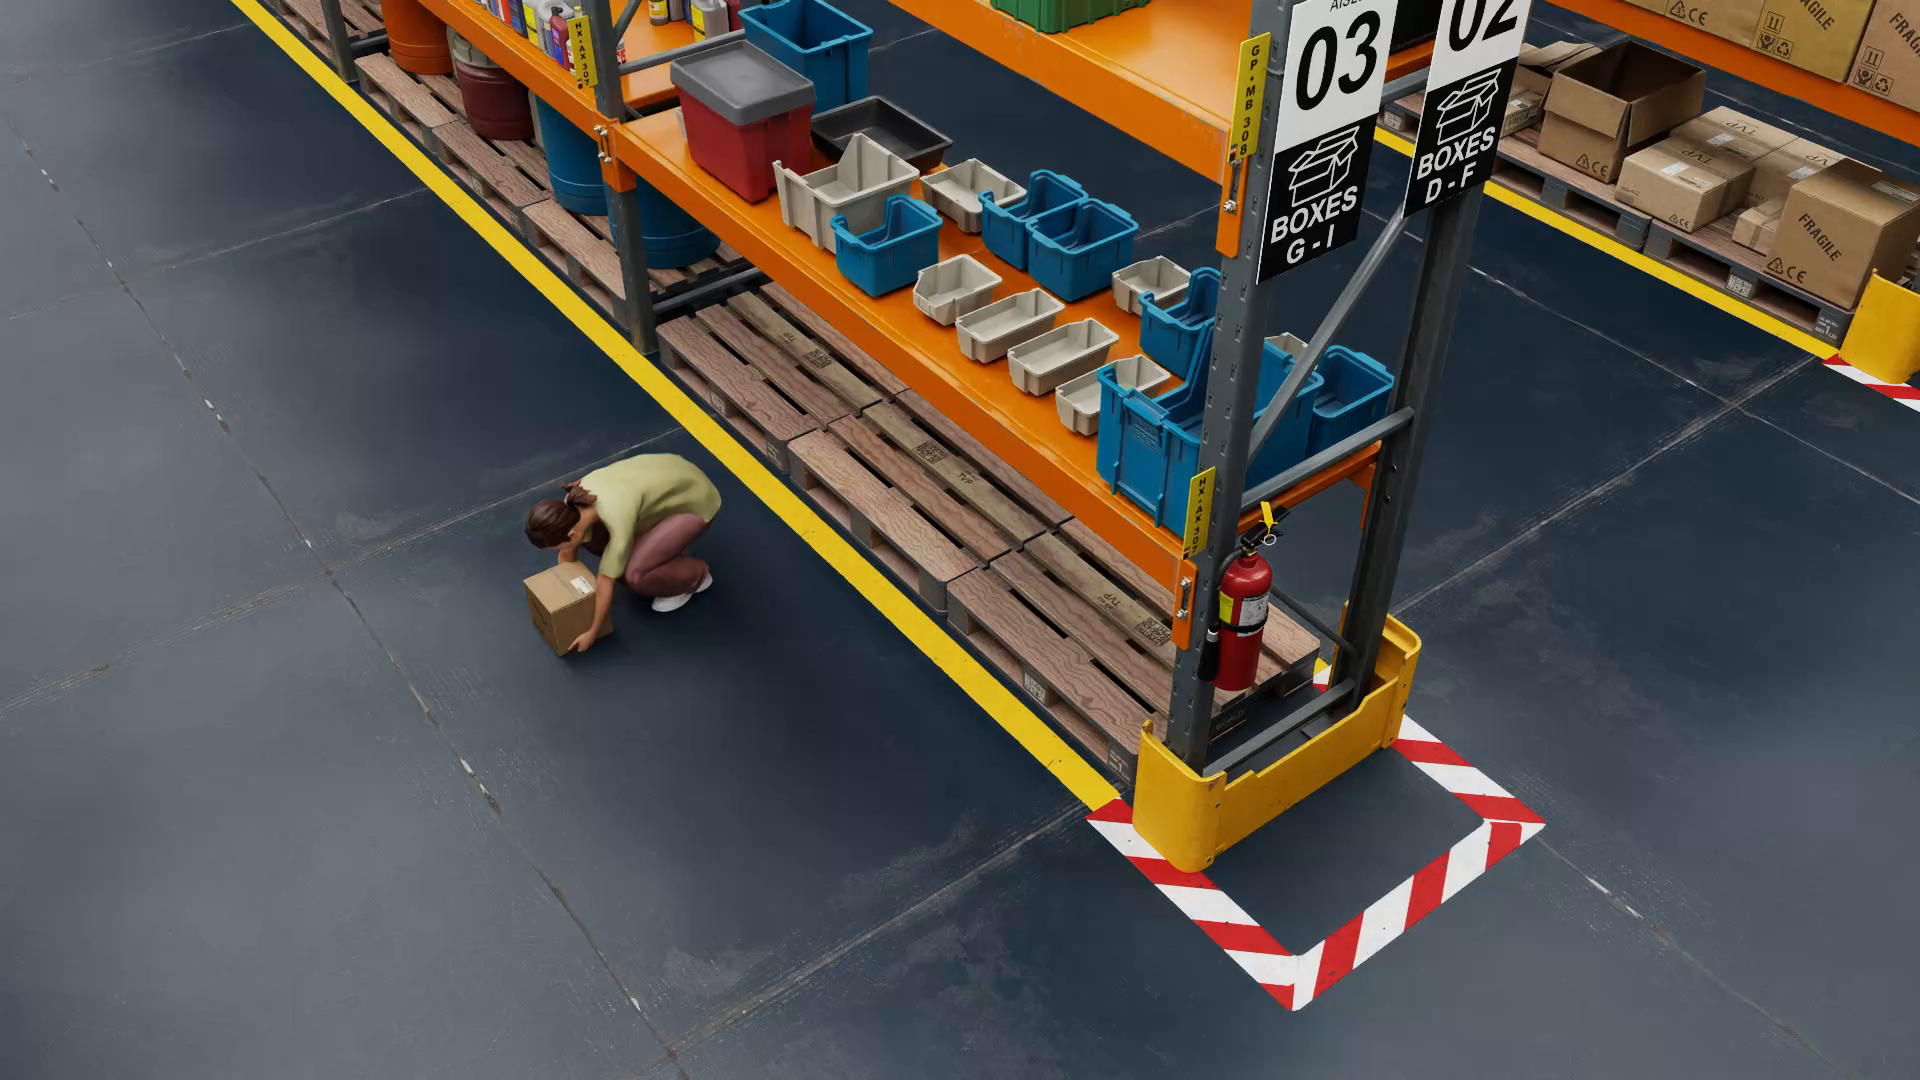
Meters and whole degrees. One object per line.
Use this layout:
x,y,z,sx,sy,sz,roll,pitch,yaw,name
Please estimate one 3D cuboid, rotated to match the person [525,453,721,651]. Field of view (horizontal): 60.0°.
-1.390,-0.001,6.937,0.845,0.786,0.468,-27,47,-28,person
